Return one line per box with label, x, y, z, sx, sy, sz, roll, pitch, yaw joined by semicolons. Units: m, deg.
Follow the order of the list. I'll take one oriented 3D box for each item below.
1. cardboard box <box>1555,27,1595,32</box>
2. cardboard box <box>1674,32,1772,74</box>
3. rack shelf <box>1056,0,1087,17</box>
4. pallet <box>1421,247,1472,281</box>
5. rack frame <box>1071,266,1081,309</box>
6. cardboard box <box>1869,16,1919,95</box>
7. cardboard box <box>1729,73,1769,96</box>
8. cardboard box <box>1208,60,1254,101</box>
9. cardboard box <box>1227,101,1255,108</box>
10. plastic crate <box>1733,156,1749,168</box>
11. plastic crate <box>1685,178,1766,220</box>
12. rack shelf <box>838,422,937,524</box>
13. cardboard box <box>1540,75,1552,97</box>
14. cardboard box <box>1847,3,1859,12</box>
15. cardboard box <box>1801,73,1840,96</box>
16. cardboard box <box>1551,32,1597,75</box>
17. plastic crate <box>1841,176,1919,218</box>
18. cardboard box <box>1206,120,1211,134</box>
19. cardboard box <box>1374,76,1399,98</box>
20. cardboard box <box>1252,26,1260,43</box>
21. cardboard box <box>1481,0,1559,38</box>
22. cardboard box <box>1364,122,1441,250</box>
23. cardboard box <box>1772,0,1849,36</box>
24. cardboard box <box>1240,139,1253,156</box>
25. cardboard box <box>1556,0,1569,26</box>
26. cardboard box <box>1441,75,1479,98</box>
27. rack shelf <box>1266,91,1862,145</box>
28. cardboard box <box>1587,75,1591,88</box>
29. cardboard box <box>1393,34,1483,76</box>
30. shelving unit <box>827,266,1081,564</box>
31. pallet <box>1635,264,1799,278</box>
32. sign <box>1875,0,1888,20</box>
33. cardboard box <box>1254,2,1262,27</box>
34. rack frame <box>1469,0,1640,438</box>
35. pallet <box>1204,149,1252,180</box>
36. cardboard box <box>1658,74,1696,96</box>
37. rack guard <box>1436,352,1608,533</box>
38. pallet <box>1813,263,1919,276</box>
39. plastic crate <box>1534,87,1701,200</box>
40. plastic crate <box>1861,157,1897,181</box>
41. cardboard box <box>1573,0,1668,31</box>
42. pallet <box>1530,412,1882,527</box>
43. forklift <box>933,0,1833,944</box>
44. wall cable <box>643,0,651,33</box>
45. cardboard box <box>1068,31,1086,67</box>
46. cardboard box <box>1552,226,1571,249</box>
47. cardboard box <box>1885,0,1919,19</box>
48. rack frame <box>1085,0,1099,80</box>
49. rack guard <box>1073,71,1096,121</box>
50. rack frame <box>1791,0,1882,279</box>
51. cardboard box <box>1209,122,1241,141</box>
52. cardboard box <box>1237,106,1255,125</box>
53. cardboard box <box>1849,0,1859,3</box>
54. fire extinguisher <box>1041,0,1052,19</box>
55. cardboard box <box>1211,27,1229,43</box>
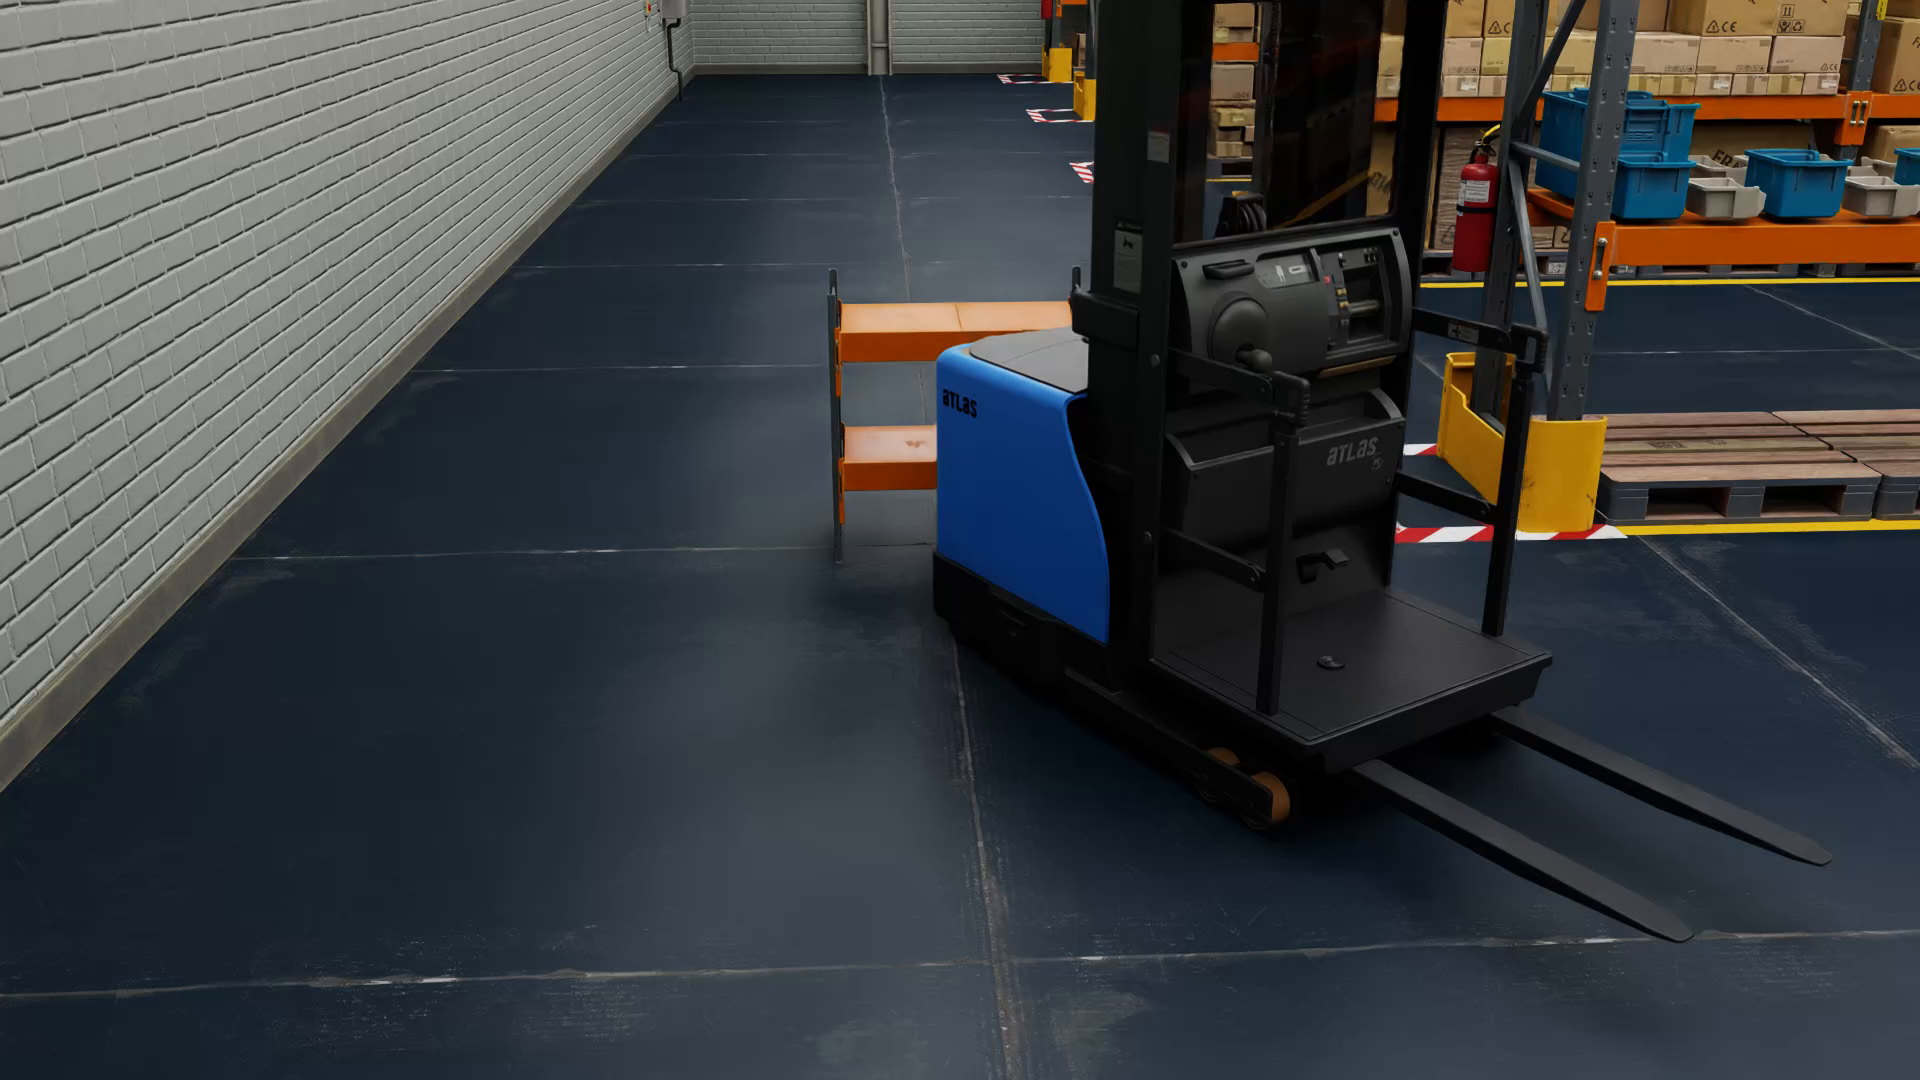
cardboard box;4.302;-3.612;12.186;0.500;0.250;0.500;-1;21;-3
cardboard box;5.351;-3.443;11.742;0.500;0.250;0.500;-1;21;-1
rack shelf;3.443;-8.395;25.965;4.000;0.370;1.077;-1;21;-3
pallet;3.093;-2.147;12.465;1.213;0.211;1.003;-1;21;-3
rack frame;0.501;-0.536;6.948;0.032;1.125;0.500;-1;21;-3
cardboard box;6.766;-3.455;11.840;0.500;0.500;0.500;-1;21;-3
cardboard box;5.494;-3.237;11.762;0.250;0.149;0.380;-2;21;-4
cardboard box;3.300;-5.996;21.666;0.875;0.438;0.875;-1;21;-2
cardboard box;2.885;-4.398;17.037;0.250;0.149;0.380;-1;21;-2
plastic crate;3.676;-1.634;7.482;0.243;0.136;0.396;-1;21;-3
plastic crate;3.172;-1.417;6.914;0.298;0.136;0.250;-1;21;-3
rack shelf;-0.007;-0.297;7.007;1.000;0.278;0.538;-1;21;-3
cardboard box;3.956;-3.206;11.680;0.250;0.149;0.380;-1;21;-4
cardboard box;8.615;-5.219;16.376;0.250;0.149;0.380;-2;21;-5
cardboard box;6.007;-3.248;11.789;0.250;0.149;0.380;-1;21;-3
cardboard box;4.335;-3.424;11.691;0.500;0.250;0.500;-2;21;-4
plastic crate;3.850;-1.431;6.950;0.298;0.136;0.250;-1;21;-3
cardboard box;2.628;-4.286;17.160;0.250;0.149;0.380;-2;21;-5
cardboard box;2.929;-3.185;11.624;0.250;0.149;0.380;-1;21;-4
cardboard box;2.983;-4.950;16.259;0.250;0.149;0.380;-2;21;-5
cardboard box;3.810;-3.763;11.527;0.500;0.500;0.500;-2;21;-5
cardboard box;2.934;-2.651;12.265;0.875;0.875;0.875;-1;21;-3
cardboard box;5.849;-3.803;11.633;0.500;0.500;0.500;-1;21;-1
cardboard box;2.915;-3.966;16.738;0.250;0.149;0.380;-1;21;-3
cardboard box;5.644;-5.327;16.340;0.500;0.500;0.500;-1;21;-3
cardboard box;3.445;-3.196;11.653;0.250;0.149;0.380;-1;21;-4
rack shelf;4.296;-3.111;12.088;4.000;0.370;1.077;-1;21;-3
cardboard box;4.470;-3.217;11.708;0.250;0.149;0.380;-1;21;-2
cardboard box;3.313;-3.402;11.634;0.500;0.250;0.500;-1;21;-4
shelving unit;-0.007;-0.526;6.920;1.048;1.125;0.538;-1;21;-3
pallet;5.529;-2.197;12.595;1.213;0.211;1.003;-1;21;-3
sign;6.326;-3.732;11.381;0.005;0.325;0.100;-1;21;-3
cardboard box;3.114;-5.287;16.234;0.500;0.500;0.500;-1;21;-3
rack frame;2.582;-1.647;7.232;0.127;3.000;1.000;-1;21;-3
pallet;3.006;-3.873;16.997;1.213;0.211;1.003;-1;21;-3
cardboard box;4.980;-3.227;11.734;0.250;0.149;0.380;-1;21;-2
rack guard;2.559;-0.474;7.663;0.348;0.500;1.175;-1;21;-3
pallet;7.059;-2.227;12.674;1.213;0.211;1.003;-1;21;-3
plastic crate;2.906;-1.765;7.407;0.499;0.435;0.616;-1;21;-3
plastic crate;4.247;-1.661;7.553;0.250;0.136;0.298;-1;21;-3
cardboard box;4.789;-3.969;12.069;0.500;0.500;0.500;-2;21;-5
pallet;3.408;-0.347;7.736;1.213;0.211;1.003;-1;21;-3
forklift;1.144;-0.713;4.873;1.130;2.935;3.031;-14;25;-32
wall cable;-3.895;-7.294;20.590;0.123;1.953;0.585;-1;21;-3
cardboard box;2.063;-7.699;26.044;0.637;0.503;0.797;-2;21;-5
cardboard box;4.731;-2.688;12.361;0.875;0.875;0.875;-1;21;-3
cardboard box;6.930;-4.019;11.912;0.637;0.503;0.797;-2;21;-4
rack frame;1.734;-6.927;21.099;0.127;3.000;1.000;-1;21;-3
rack guard;1.710;-5.758;21.543;0.348;0.500;1.175;-1;21;-3
rack frame;6.293;-3.488;12.066;0.127;3.000;1.000;-1;21;-3
cardboard box;2.655;-4.093;16.654;0.250;0.149;0.380;0;21;-1
cardboard box;2.928;-4.251;16.651;0.250;0.149;0.380;-1;21;-2
cardboard box;8.609;-5.358;16.323;0.250;0.149;0.380;-1;21;-3
fire extinguisher;1.326;-8.313;25.372;0.183;0.674;0.296;-1;21;-3
cardboard box;2.459;-4.943;16.242;0.250;0.149;0.380;-1;21;-3
